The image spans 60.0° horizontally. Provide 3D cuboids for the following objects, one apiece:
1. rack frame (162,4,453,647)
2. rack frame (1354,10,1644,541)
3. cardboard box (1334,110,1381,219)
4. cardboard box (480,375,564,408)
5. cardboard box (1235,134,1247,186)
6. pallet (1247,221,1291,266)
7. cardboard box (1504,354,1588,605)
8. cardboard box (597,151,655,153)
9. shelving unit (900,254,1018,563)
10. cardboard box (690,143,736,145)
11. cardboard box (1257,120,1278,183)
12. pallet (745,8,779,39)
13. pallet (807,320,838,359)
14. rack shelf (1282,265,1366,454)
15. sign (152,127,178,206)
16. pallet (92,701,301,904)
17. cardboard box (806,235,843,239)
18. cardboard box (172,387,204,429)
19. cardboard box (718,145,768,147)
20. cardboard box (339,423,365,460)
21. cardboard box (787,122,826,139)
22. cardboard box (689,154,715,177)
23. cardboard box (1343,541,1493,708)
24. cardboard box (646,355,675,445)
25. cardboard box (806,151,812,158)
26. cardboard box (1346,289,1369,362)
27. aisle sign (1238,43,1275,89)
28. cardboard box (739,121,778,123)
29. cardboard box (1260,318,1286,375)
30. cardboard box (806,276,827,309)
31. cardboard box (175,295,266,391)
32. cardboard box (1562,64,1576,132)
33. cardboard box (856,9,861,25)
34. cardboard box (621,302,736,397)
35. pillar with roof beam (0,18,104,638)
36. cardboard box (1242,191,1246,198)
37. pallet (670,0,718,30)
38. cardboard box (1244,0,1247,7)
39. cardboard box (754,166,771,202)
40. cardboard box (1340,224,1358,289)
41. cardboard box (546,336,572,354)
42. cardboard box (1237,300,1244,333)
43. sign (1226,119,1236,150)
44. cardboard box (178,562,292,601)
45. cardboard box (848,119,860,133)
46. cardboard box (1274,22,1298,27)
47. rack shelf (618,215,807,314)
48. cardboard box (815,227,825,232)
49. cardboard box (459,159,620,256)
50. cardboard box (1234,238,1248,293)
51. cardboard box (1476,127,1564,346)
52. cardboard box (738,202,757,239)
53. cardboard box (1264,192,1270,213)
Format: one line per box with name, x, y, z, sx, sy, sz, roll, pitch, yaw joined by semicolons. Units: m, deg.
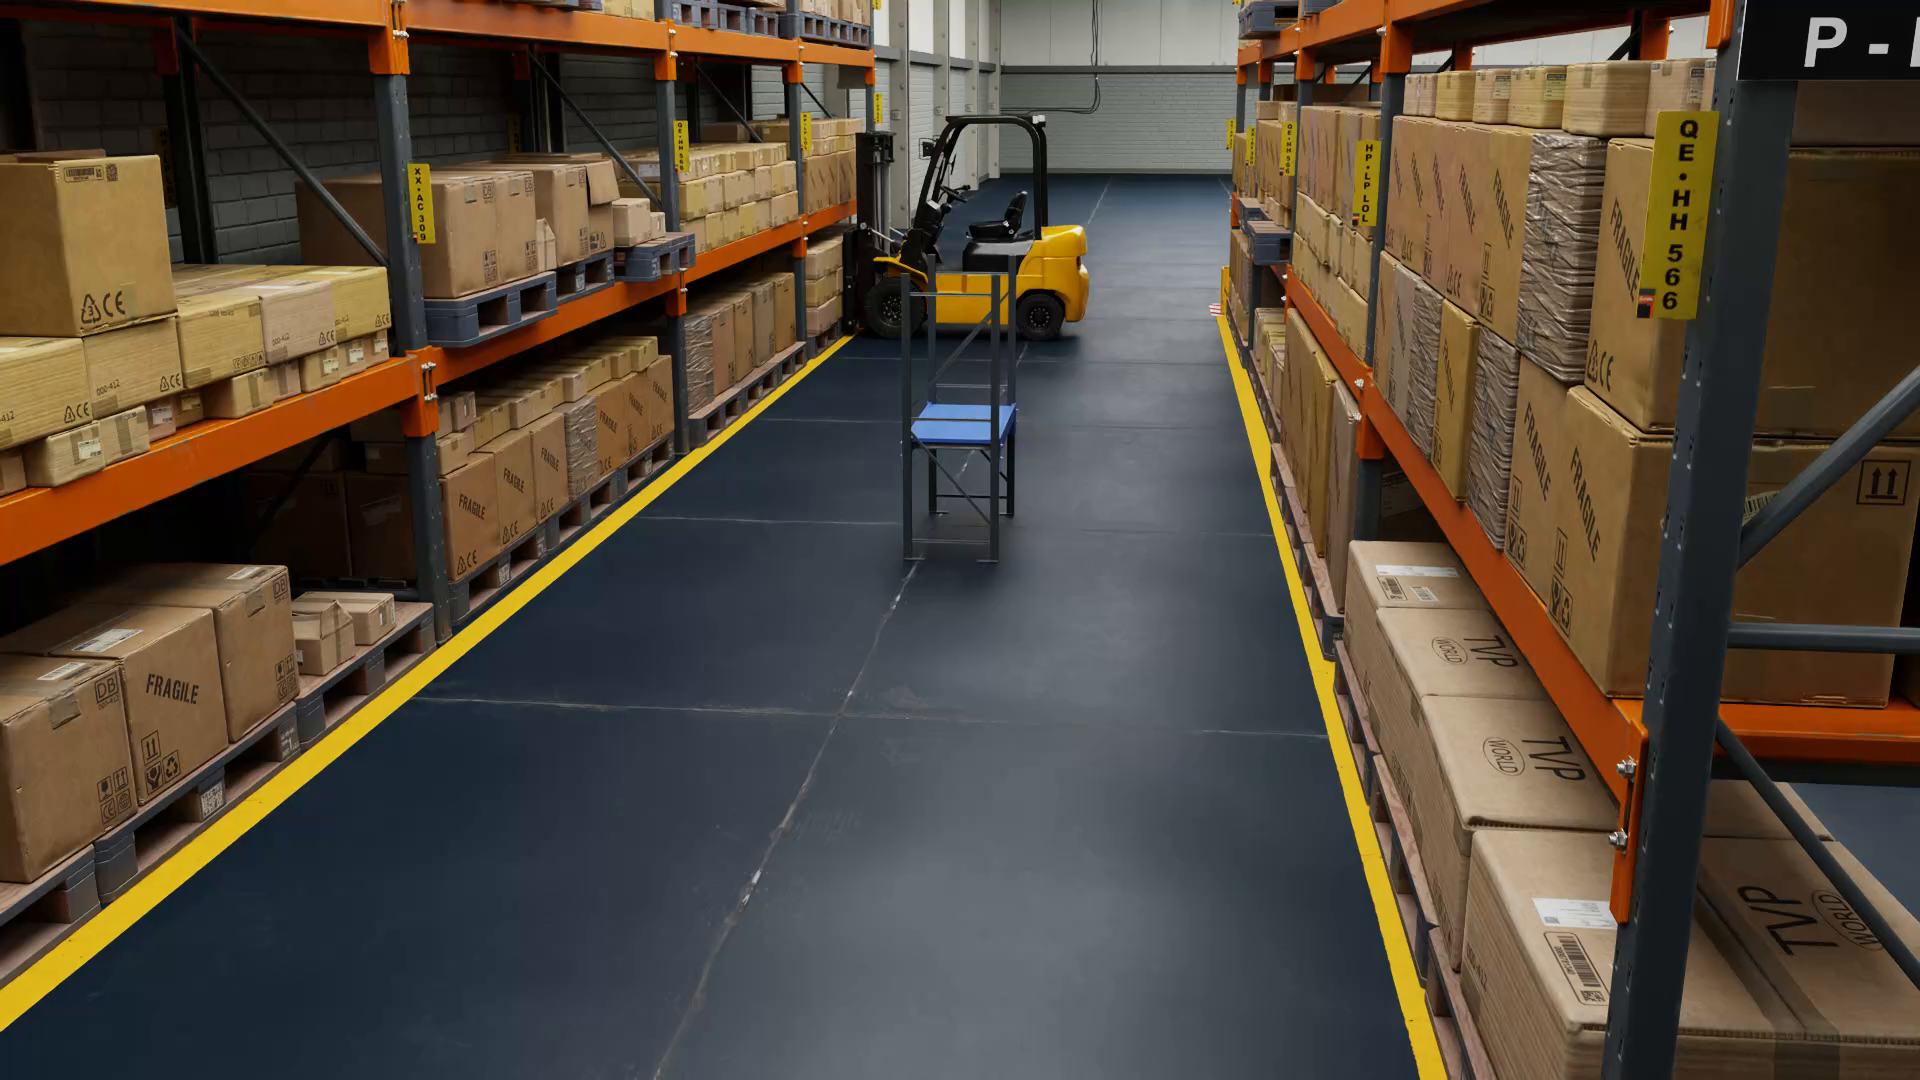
rack frame;-2.799;-1.004;7.129;1.000;3.000;0.127;2;15;6
rack frame;2.133;-0.859;6.592;1.000;3.000;0.127;2;15;6
cardboard box;2.062;-1.778;7.885;0.500;0.500;0.500;2;15;8
cardboard box;-2.408;-0.810;9.152;0.380;0.149;0.250;2;15;6
cardboard box;3.103;-3.914;17.128;0.500;0.500;0.500;2;15;8
pallet;2.559;-1.992;11.149;1.213;0.211;1.003;2;15;6
cardboard box;1.545;-0.132;3.713;0.500;0.500;0.500;1;15;5
cardboard box;-2.494;-2.828;12.440;0.380;0.149;0.250;1;15;5
shelving unit;0.010;-0.746;9.048;0.538;1.500;1.048;2;15;6
cardboard box;-2.149;-3.356;14.391;0.380;0.149;0.250;1;15;5
cardboard box;2.642;-3.085;13.259;0.500;0.500;0.500;2;15;6
pallet;-1.983;-4.205;13.588;0.805;0.209;1.217;1;15;4
pallet;-1.765;-1.938;15.924;1.003;0.211;1.213;2;15;6
rack shelf;2.359;-1.030;8.604;1.077;0.370;4.000;2;15;6
sign;-3.351;-1.578;7.035;0.100;0.325;0.005;2;15;6
pallet;-3.013;0.838;5.661;1.003;0.211;1.213;2;15;6
cardboard box;-1.351;-2.951;16.876;0.500;0.250;0.500;1;15;5
cardboard box;-2.795;-0.458;5.592;0.380;0.149;0.250;2;15;7
cardboard box;-1.805;-3.216;13.874;0.380;0.149;0.250;2;15;6
cardboard box;-3.020;-0.486;7.953;0.380;0.149;0.250;2;15;6
cardboard box;-1.475;-3.859;15.681;0.380;0.149;0.250;2;15;8
cardboard box;-1.970;-2.682;11.899;0.380;0.149;0.250;2;15;7
cardboard box;1.956;0.335;6.281;0.875;0.438;0.875;1;15;5
cardboard box;-2.182;-0.922;10.808;0.500;0.500;0.500;2;15;8
cardboard box;-1.572;-3.582;15.230;0.380;0.149;0.250;2;15;8
cardboard box;1.933;-0.910;7.069;0.500;0.250;0.500;1;15;5
aisle sign;3.186;-5.251;17.856;0.394;0.787;0.004;2;15;6
cardboard box;-1.984;-4.007;16.229;0.380;0.149;0.250;2;15;6
cardboard box;2.901;-1.545;13.360;0.950;0.372;0.625;3;15;10
cardboard box;-1.535;-2.312;15.471;0.500;0.250;0.500;2;15;6
cardboard box;-2.726;-0.677;5.635;0.500;0.250;0.500;2;15;6
cardboard box;1.543;-0.965;3.633;0.380;0.149;0.250;2;15;8
cardboard box;-1.237;-5.470;17.384;0.380;0.149;0.250;1;15;5
cardboard box;-2.198;-1.429;12.445;0.875;0.625;0.625;2;15;8
pillar with roof beam;0.504;-3.619;5.307;9.100;9.000;0.400;2;15;6
cardboard box;2.932;-3.302;16.107;0.380;0.149;0.250;2;15;7
pallet;-2.360;-3.577;11.259;1.213;0.211;1.003;2;15;9
cardboard box;3.040;-5.405;16.611;0.380;0.149;0.250;2;15;6
cardboard box;-1.812;-2.847;13.274;0.500;0.250;0.500;2;15;7
cardboard box;1.990;-1.279;7.476;0.500;0.250;0.500;2;15;8
cardboard box;-2.716;-1.225;10.686;0.380;0.149;0.250;2;15;9
cardboard box;2.886;-2.109;15.677;0.500;0.250;0.500;1;15;5
sign;2.948;-4.405;18.048;0.100;0.325;0.005;2;15;6
cardboard box;-3.109;0.256;6.817;0.500;0.311;0.500;2;15;8
cardboard box;-1.276;-4.389;17.642;0.380;0.149;0.250;2;15;8
cardboard box;2.768;-4.351;14.243;0.380;0.149;0.250;2;15;7
rack shelf;-2.122;-2.213;12.978;1.077;0.370;4.000;2;15;6
cardboard box;-1.740;-3.226;17.892;0.500;0.250;0.500;2;15;6
cardboard box;-2.348;-1.865;9.311;0.797;0.503;0.637;1;15;5
cardboard box;3.000;-2.736;16.559;0.500;0.500;0.500;2;15;7
cardboard box;1.588;-0.749;4.078;0.500;0.500;0.500;2;15;6
cardboard box;-1.882;-2.476;12.858;0.500;0.250;0.500;2;15;8
cardboard box;2.485;-2.544;12.500;0.380;0.149;0.250;2;15;8
